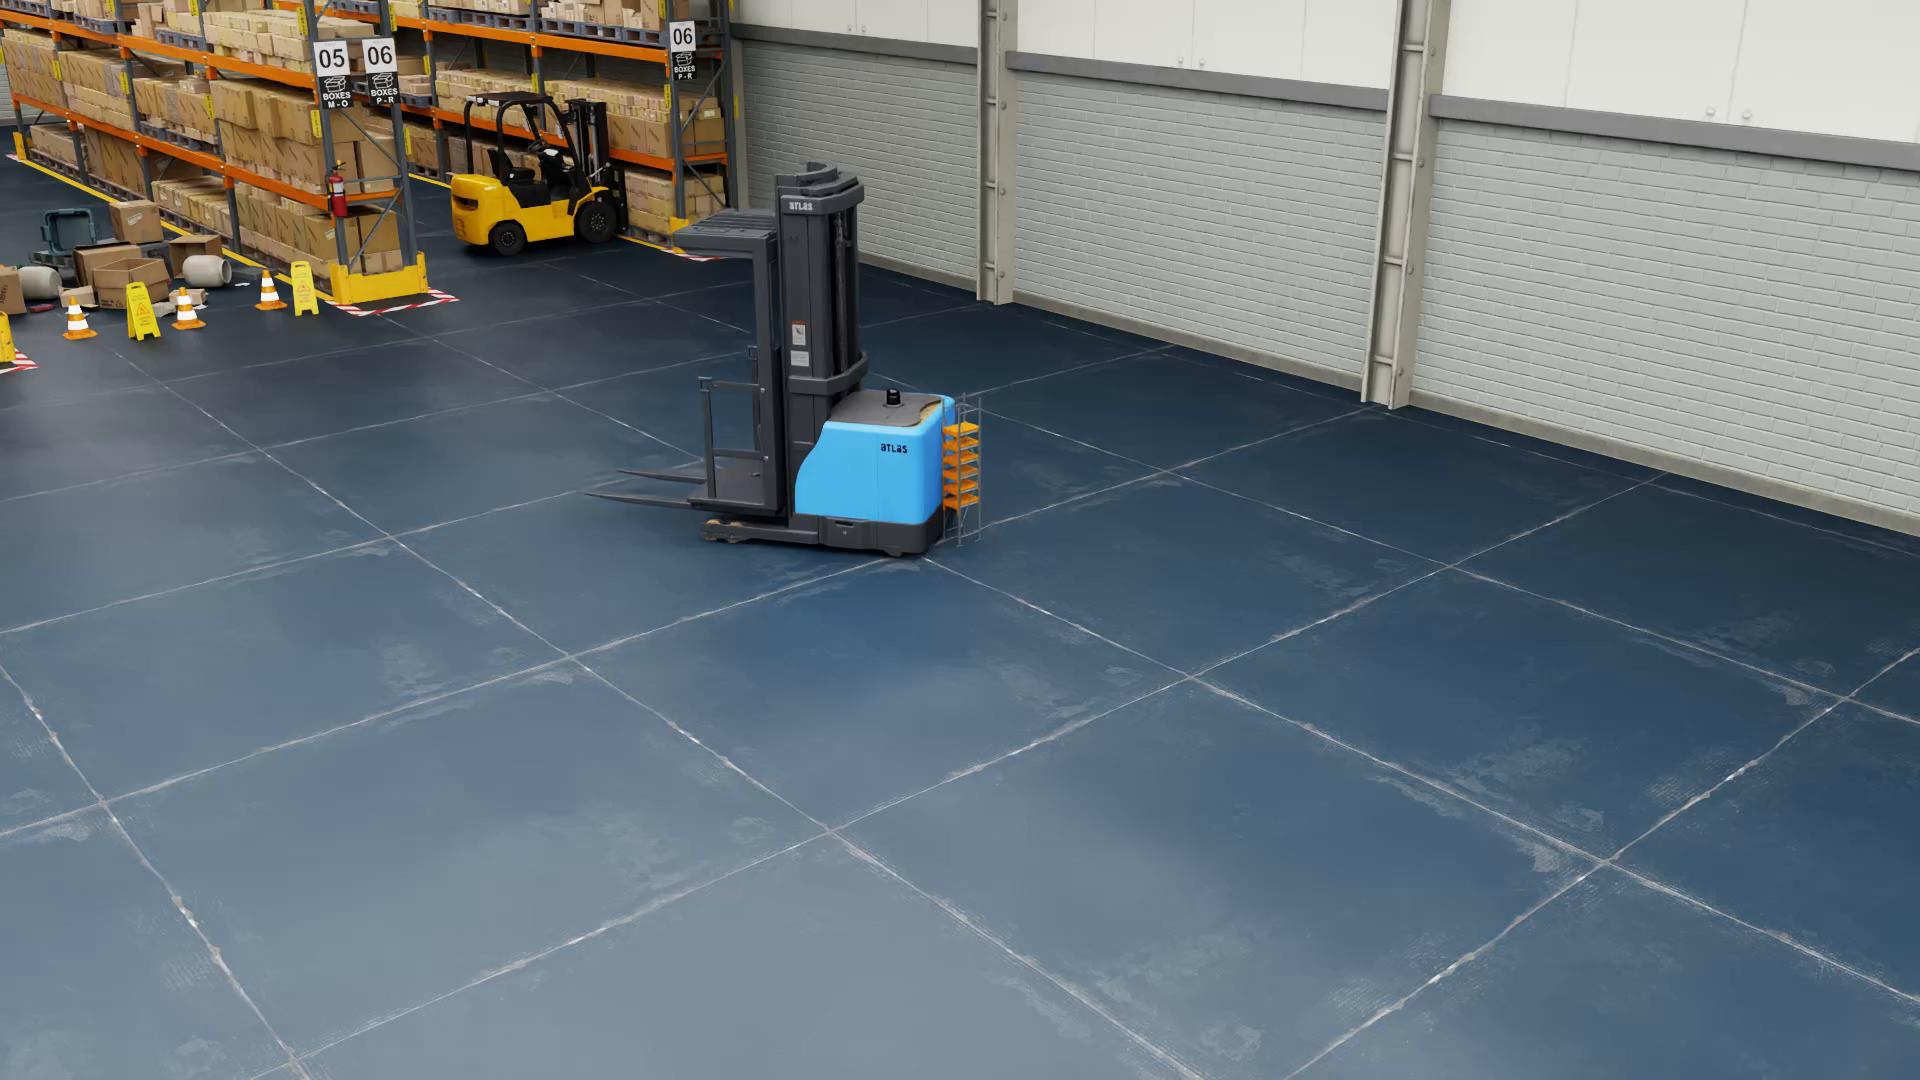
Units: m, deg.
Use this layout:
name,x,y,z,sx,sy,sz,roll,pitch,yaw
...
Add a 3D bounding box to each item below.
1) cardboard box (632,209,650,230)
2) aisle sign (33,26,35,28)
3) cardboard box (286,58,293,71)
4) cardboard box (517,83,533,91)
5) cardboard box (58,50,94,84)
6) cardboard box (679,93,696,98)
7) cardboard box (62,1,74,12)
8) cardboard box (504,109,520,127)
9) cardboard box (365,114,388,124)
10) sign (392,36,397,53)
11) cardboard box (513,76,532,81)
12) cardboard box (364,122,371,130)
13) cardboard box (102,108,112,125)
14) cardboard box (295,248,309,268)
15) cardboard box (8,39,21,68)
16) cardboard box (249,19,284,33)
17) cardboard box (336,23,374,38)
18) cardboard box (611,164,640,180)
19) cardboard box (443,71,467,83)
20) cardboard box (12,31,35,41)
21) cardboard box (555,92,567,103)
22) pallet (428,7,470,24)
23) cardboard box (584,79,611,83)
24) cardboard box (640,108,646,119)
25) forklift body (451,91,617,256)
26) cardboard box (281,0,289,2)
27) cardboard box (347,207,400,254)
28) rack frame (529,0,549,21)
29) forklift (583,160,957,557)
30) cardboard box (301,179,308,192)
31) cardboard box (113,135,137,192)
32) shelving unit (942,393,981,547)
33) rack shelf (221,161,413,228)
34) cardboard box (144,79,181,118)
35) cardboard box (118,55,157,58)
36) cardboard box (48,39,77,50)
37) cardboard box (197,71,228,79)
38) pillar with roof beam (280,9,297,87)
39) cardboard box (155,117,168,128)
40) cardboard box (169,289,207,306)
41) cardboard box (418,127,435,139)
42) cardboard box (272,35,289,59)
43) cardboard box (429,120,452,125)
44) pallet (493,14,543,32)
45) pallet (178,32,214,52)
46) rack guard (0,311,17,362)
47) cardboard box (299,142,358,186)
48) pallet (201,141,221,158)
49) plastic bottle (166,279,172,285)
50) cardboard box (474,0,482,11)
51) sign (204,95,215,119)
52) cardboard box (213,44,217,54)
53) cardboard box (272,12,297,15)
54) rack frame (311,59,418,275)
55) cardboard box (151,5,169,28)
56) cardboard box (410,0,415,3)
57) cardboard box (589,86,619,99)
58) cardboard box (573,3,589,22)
name,x,y,z,sx,sy,sz,roll,pitch,yaw
cardboard box,-4.553,-4.829,24.894,0.500,0.250,0.500,-17,27,-37
aisle sign,-17.703,-10.261,32.005,0.394,0.787,0.004,-17,27,-37
cardboard box,-8.227,-5.991,20.898,0.380,0.149,0.250,-16,27,-36
cardboard box,-6.993,-7.362,27.140,0.380,0.149,0.250,-17,27,-37
cardboard box,-15.211,-8.174,28.733,0.500,0.500,0.500,-17,27,-37
cardboard box,-4.075,-6.500,24.532,0.380,0.149,0.250,-17,27,-36
cardboard box,-14.719,-8.903,27.732,0.380,0.166,0.250,-20,29,-41
cardboard box,-7.160,-6.969,27.370,0.500,0.250,0.500,-18,27,-38
cardboard box,-11.250,-8.148,32.136,0.380,0.149,0.250,-18,28,-39
sign,-11.104,-9.707,32.567,0.100,0.325,0.005,-17,27,-37
cardboard box,-7.327,-7.754,28.141,0.380,0.149,0.250,-17,27,-37
cardboard box,-11.377,-7.879,32.340,0.500,0.500,0.500,-16,26,-35
cardboard box,-13.858,-7.035,27.539,0.500,0.250,0.500,-18,28,-38
cardboard box,-8.511,-3.756,22.156,0.500,0.250,0.500,-17,27,-37
cardboard box,-17.451,-9.128,31.168,0.500,0.500,0.500,-18,28,-39
cardboard box,-8.918,-6.627,21.428,0.380,0.149,0.250,-17,27,-36
cardboard box,-7.524,-6.334,20.682,0.380,0.149,0.250,-18,27,-38
cardboard box,-5.226,-5.572,25.420,0.500,0.250,0.500,-18,28,-38
cardboard box,-8.751,-8.047,28.889,0.380,0.149,0.250,-17,27,-36
cardboard box,-17.376,-9.384,30.933,0.380,0.149,0.250,-19,28,-39
cardboard box,-6.121,-6.951,26.092,0.380,0.149,0.250,-17,27,-36
pallet,-8.400,-9.072,28.680,1.213,0.211,1.003,-16,26,-35
cardboard box,-5.730,-7.216,26.361,0.380,0.149,0.250,-18,28,-39
cardboard box,-4.440,-6.247,24.294,0.380,0.149,0.250,-17,27,-36
forklift body,-6.309,-5.414,24.357,2.313,2.155,1.214,-17,27,-37
cardboard box,-13.494,-10.971,33.614,0.380,0.149,0.250,-18,27,-38
cardboard box,-7.780,-4.096,21.996,0.500,0.500,0.500,-19,28,-39
rack frame,-6.300,-9.618,25.701,1.000,3.000,0.127,-17,27,-37
forklift,-1.602,-1.517,13.338,3.031,2.935,1.130,6,22,15
cardboard box,-8.254,-4.592,21.439,0.380,0.149,0.250,-18,28,-38
cardboard box,-13.636,-6.411,28.078,0.875,0.875,0.875,-17,27,-37
shelving unit,0.014,-0.555,13.254,0.258,1.200,0.189,-19,28,-39
rack shelf,-8.753,-4.754,22.496,1.077,0.370,4.000,-17,27,-37
cardboard box,-12.205,-6.806,25.627,0.500,0.500,0.500,-16,26,-35
cardboard box,-13.790,-7.875,27.970,0.500,0.500,0.500,-17,27,-37
cardboard box,-15.722,-8.676,29.124,0.380,0.149,0.250,-18,28,-38
cardboard box,-11.387,-7.045,25.347,0.380,0.149,0.250,-19,28,-40
pillar with roof beam,-18.472,-12.868,33.999,9.100,9.000,0.400,-17,27,-37
cardboard box,-12.131,-6.438,25.577,0.380,0.149,0.250,-17,27,-37
cardboard box,-9.832,-3.090,21.170,0.380,0.149,0.250,-4,22,-10
cardboard box,-9.627,-7.408,30.246,0.380,0.149,0.250,-19,28,-40
cardboard box,-8.302,-6.222,20.941,0.500,0.250,0.500,-18,28,-38
cardboard box,-9.706,-7.769,31.168,0.380,0.149,0.250,-18,28,-39
pallet,-6.886,-8.373,26.897,0.805,0.209,1.217,-19,28,-39
pallet,-10.380,-7.147,23.763,1.213,0.211,1.003,-17,27,-37
rack guard,-11.115,-2.160,18.313,1.175,0.500,0.348,-17,27,-37
cardboard box,-8.010,-4.806,21.097,0.500,0.500,0.500,-18,28,-38
pallet,-10.447,-5.798,24.438,1.003,0.211,1.213,-17,27,-37
plastic bottle,-10.636,-3.471,22.261,0.133,0.061,0.283,-12,25,-28
cardboard box,-7.751,-8.791,27.334,0.380,0.149,0.250,-18,28,-38
sign,-10.476,-6.048,23.225,0.100,0.325,0.005,-17,27,-37
cardboard box,-10.040,-6.776,22.902,0.380,0.149,0.250,-18,28,-38
cardboard box,-9.087,-7.070,22.560,0.380,0.149,0.250,-16,27,-36
rack frame,-7.447,-4.537,20.954,1.000,3.000,0.127,-17,27,-37
cardboard box,-11.652,-7.777,24.973,0.797,0.503,0.637,-17,27,-37
cardboard box,-9.479,-9.559,29.323,0.380,0.149,0.250,-18,28,-39
cardboard box,-5.416,-6.816,25.339,0.380,0.149,0.250,-18,27,-38
cardboard box,-5.561,-7.918,24.946,0.396,0.266,0.258,-18,28,-39
